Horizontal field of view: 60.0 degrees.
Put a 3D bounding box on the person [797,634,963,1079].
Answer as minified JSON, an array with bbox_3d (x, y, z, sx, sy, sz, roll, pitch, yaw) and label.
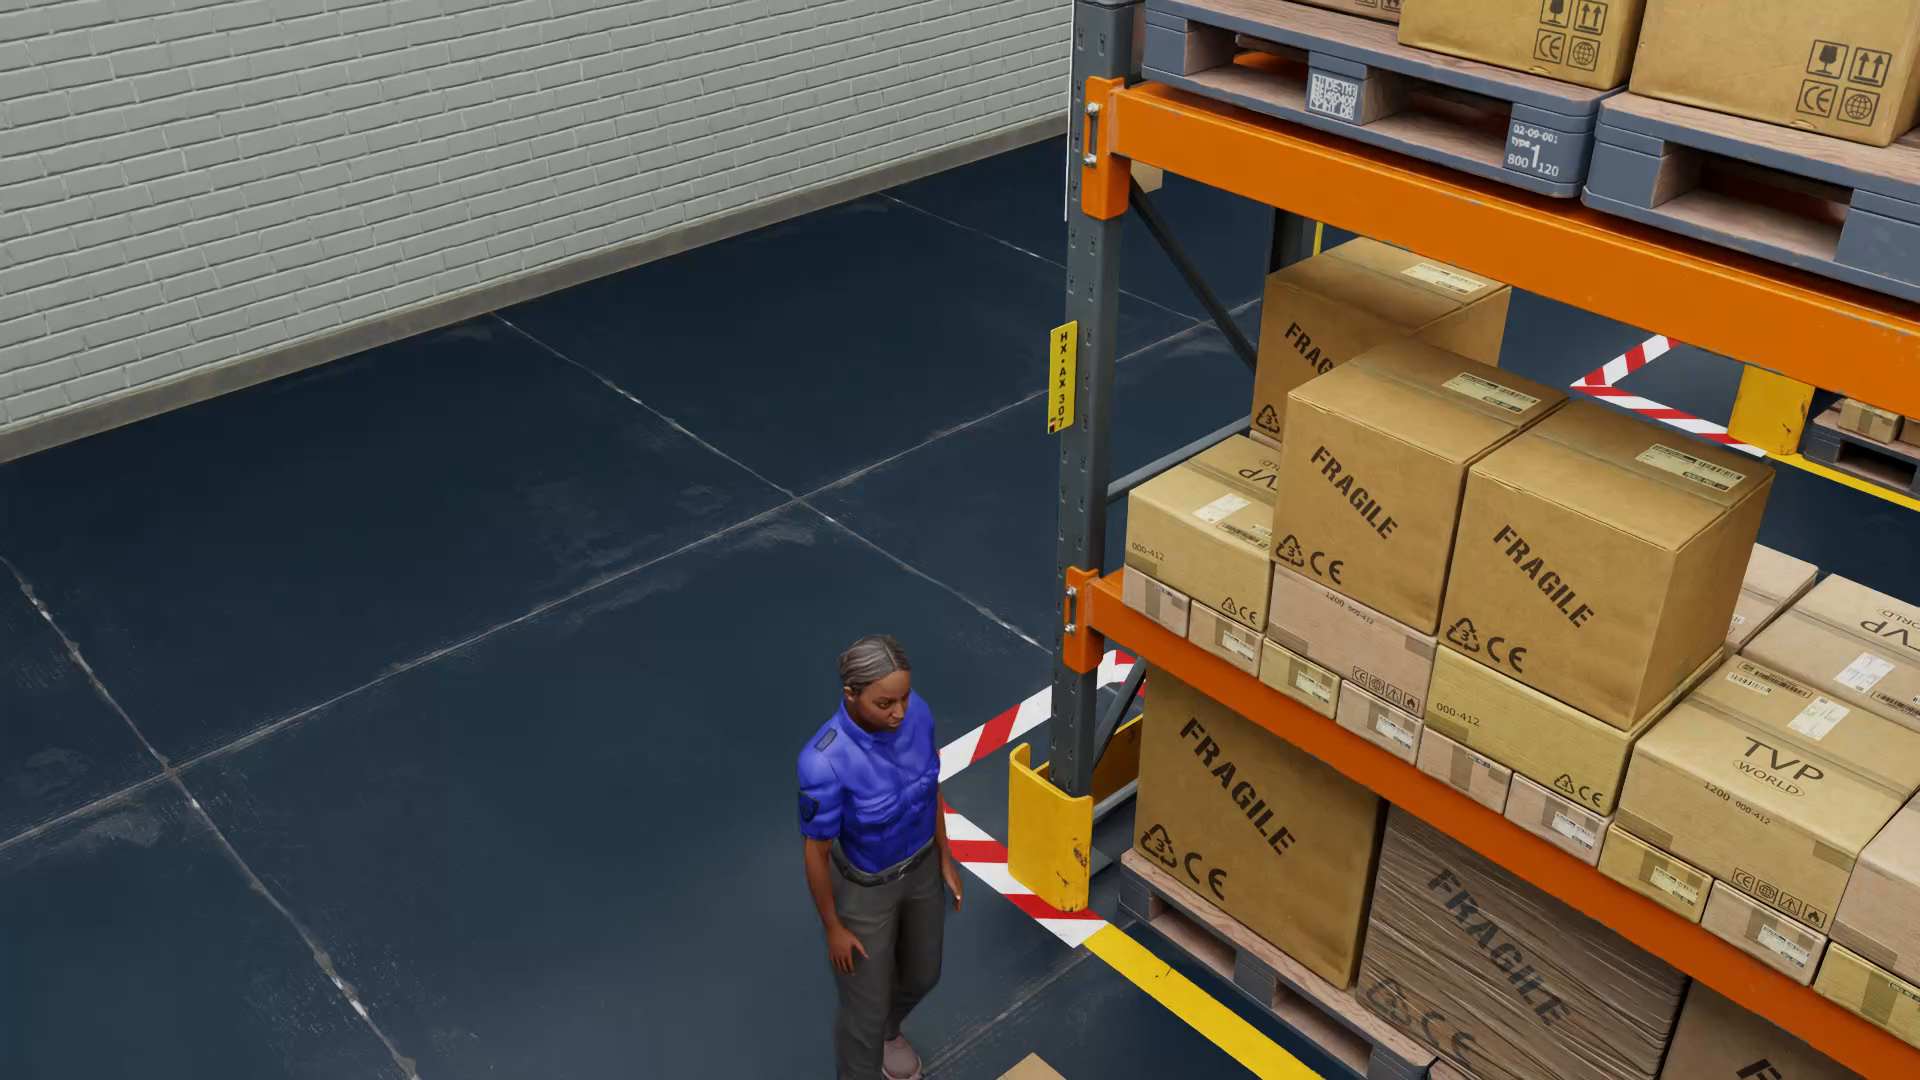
[{"bbox_3d":[-0.216,0.960,4.582,0.461,1.671,0.465,-28,41,-37],"label":"person"}]
